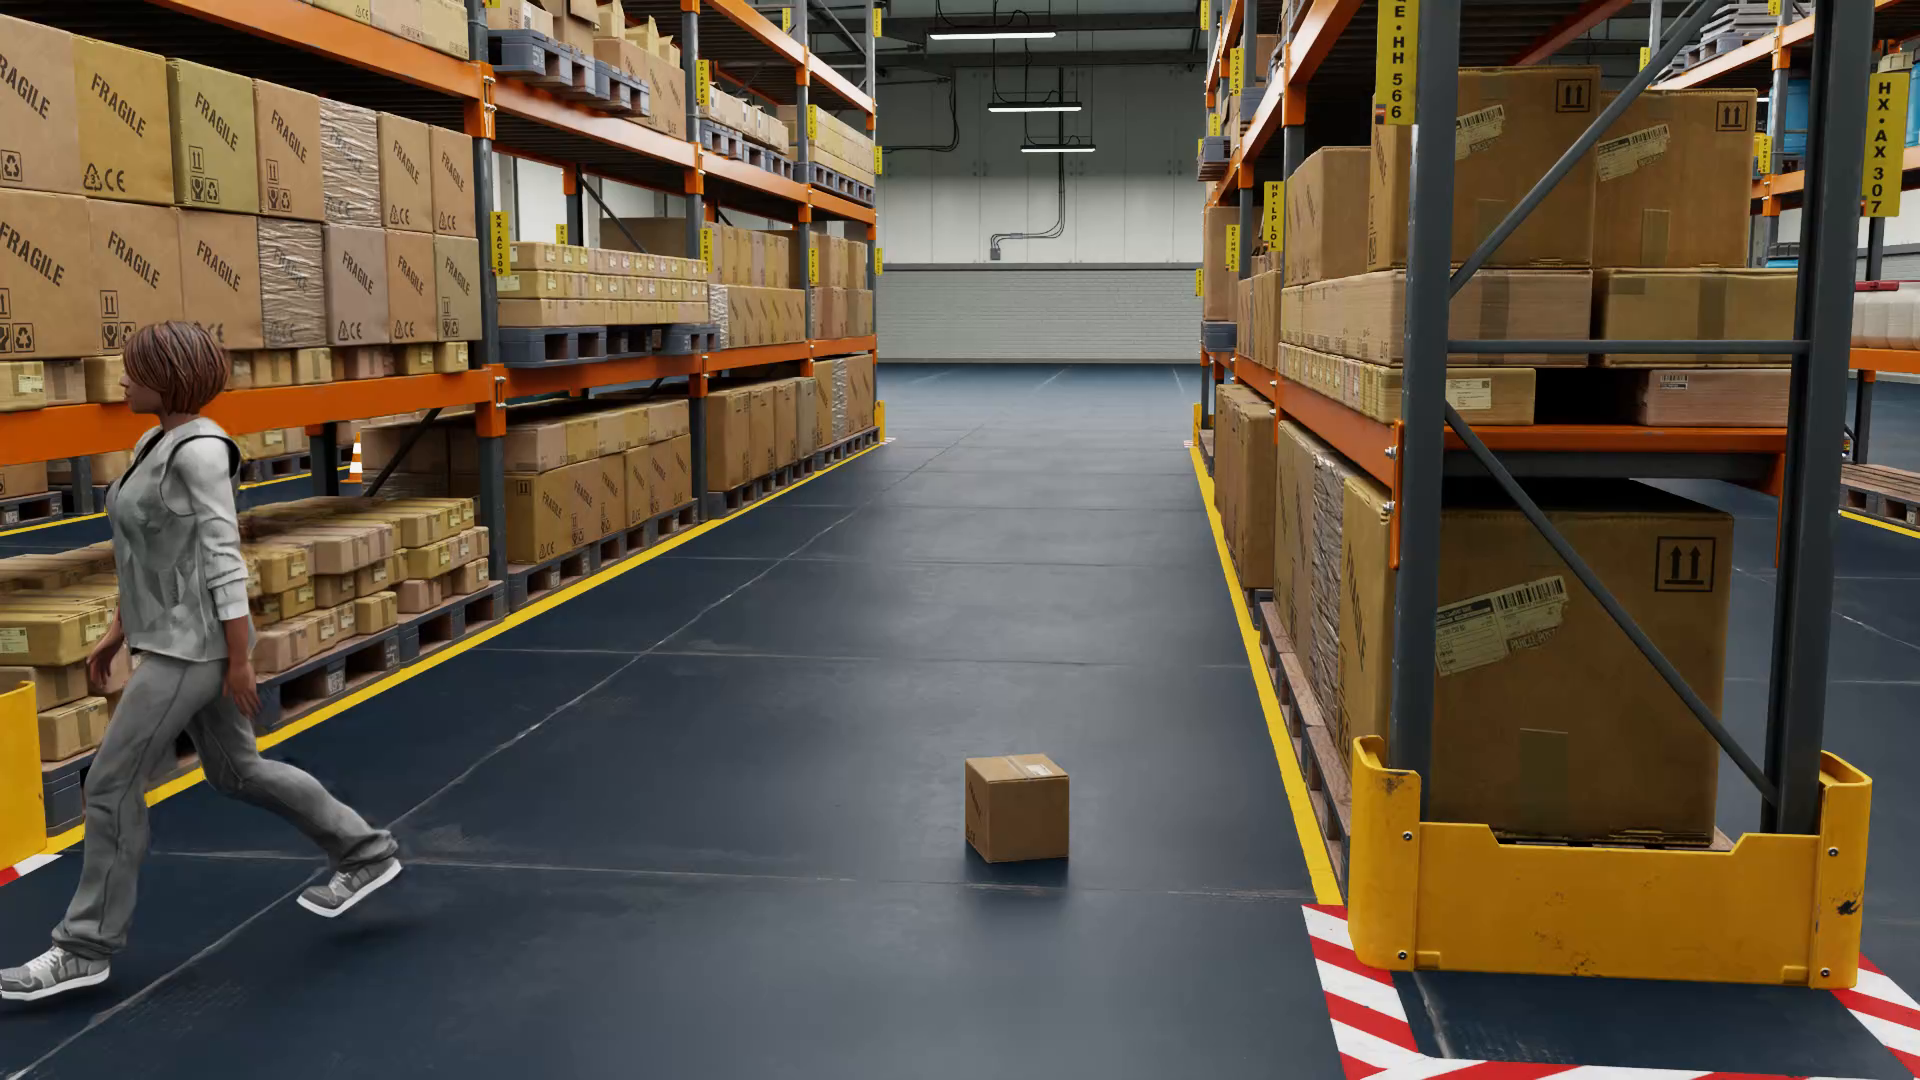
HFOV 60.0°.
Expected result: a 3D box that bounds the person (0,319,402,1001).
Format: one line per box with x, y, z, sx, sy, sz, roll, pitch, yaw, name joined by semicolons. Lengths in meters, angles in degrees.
-1.865;0.246;4.009;0.952;1.543;0.427;-5;9;-30;person
